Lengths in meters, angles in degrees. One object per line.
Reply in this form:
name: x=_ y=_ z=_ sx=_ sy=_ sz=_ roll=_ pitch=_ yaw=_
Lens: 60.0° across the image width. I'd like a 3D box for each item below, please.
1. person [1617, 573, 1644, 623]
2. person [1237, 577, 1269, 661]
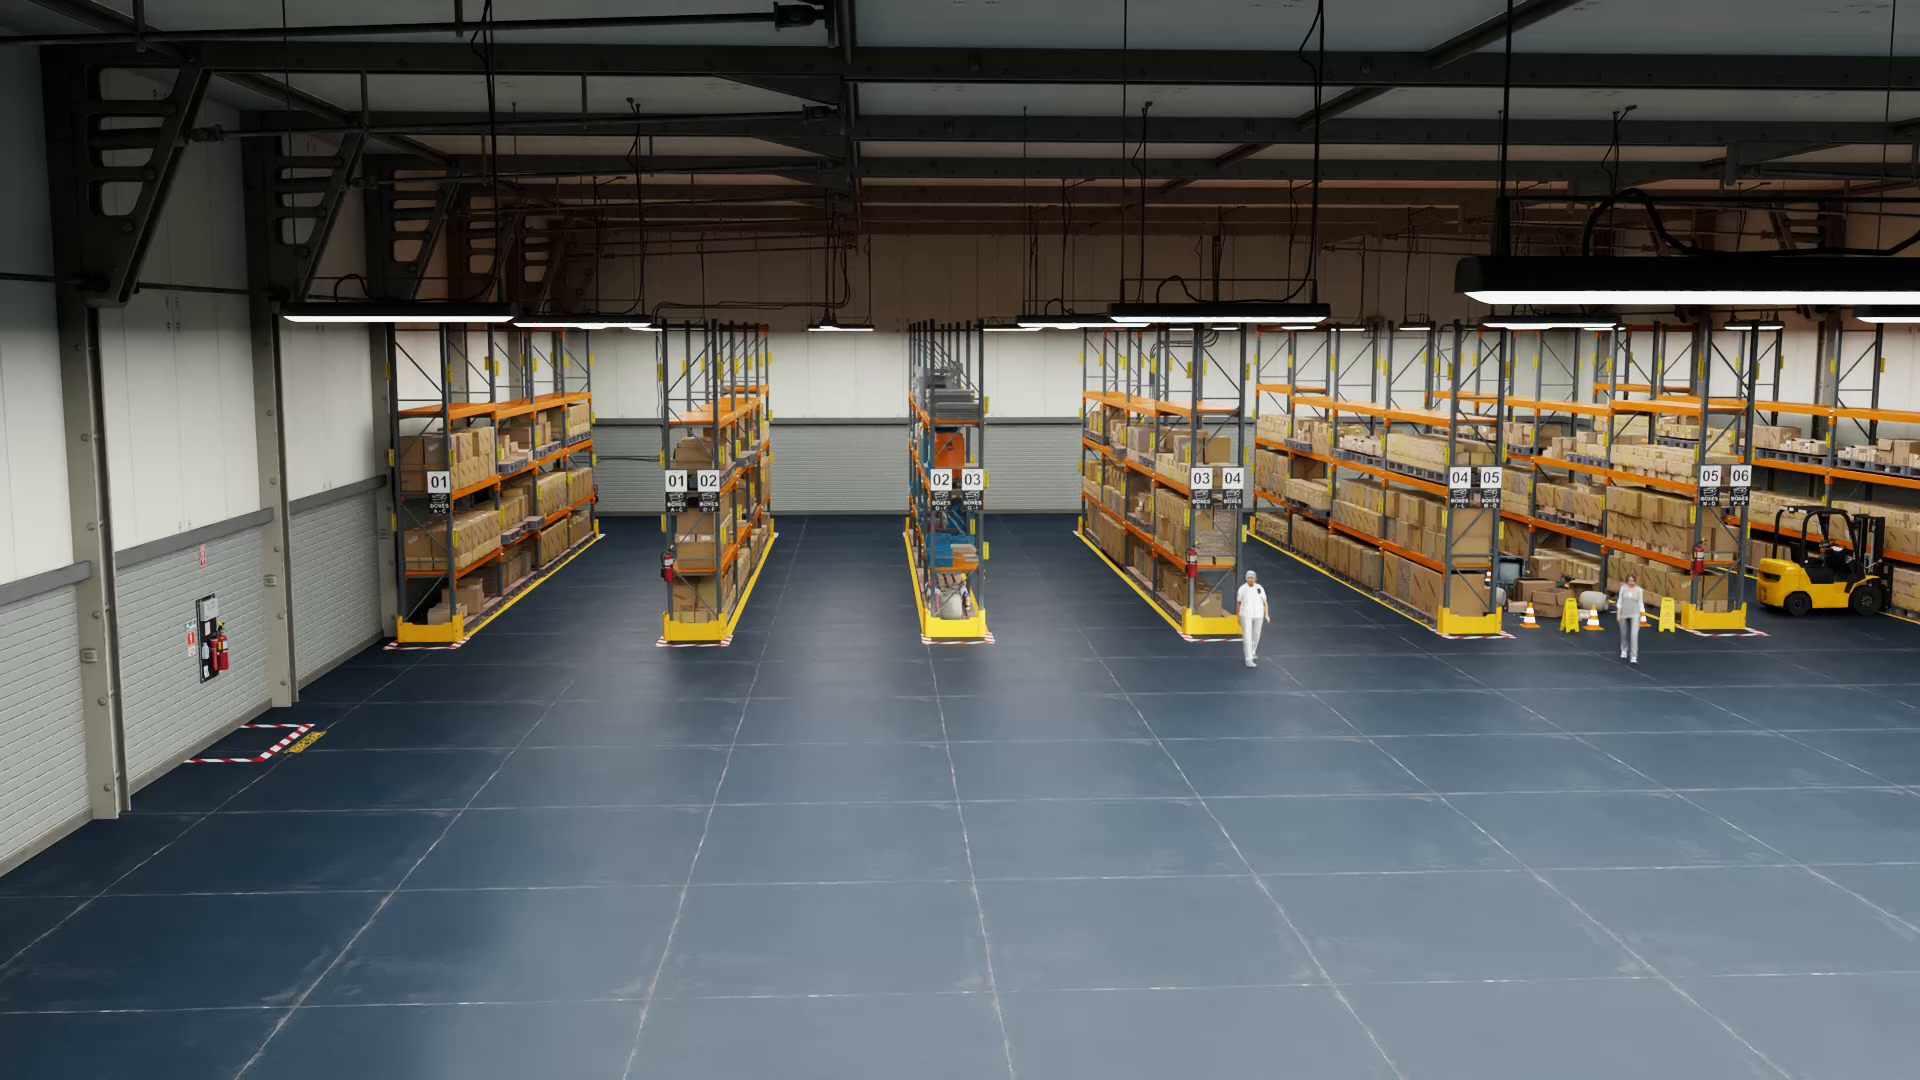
person: x=11.730 y=1.035 z=29.104 sx=0.415 sy=0.928 sz=0.417 roll=4 pitch=8 yaw=32
person: x=5.087 y=1.315 z=28.987 sx=0.506 sy=1.558 sz=0.771 roll=-1 pitch=7 yaw=-4
